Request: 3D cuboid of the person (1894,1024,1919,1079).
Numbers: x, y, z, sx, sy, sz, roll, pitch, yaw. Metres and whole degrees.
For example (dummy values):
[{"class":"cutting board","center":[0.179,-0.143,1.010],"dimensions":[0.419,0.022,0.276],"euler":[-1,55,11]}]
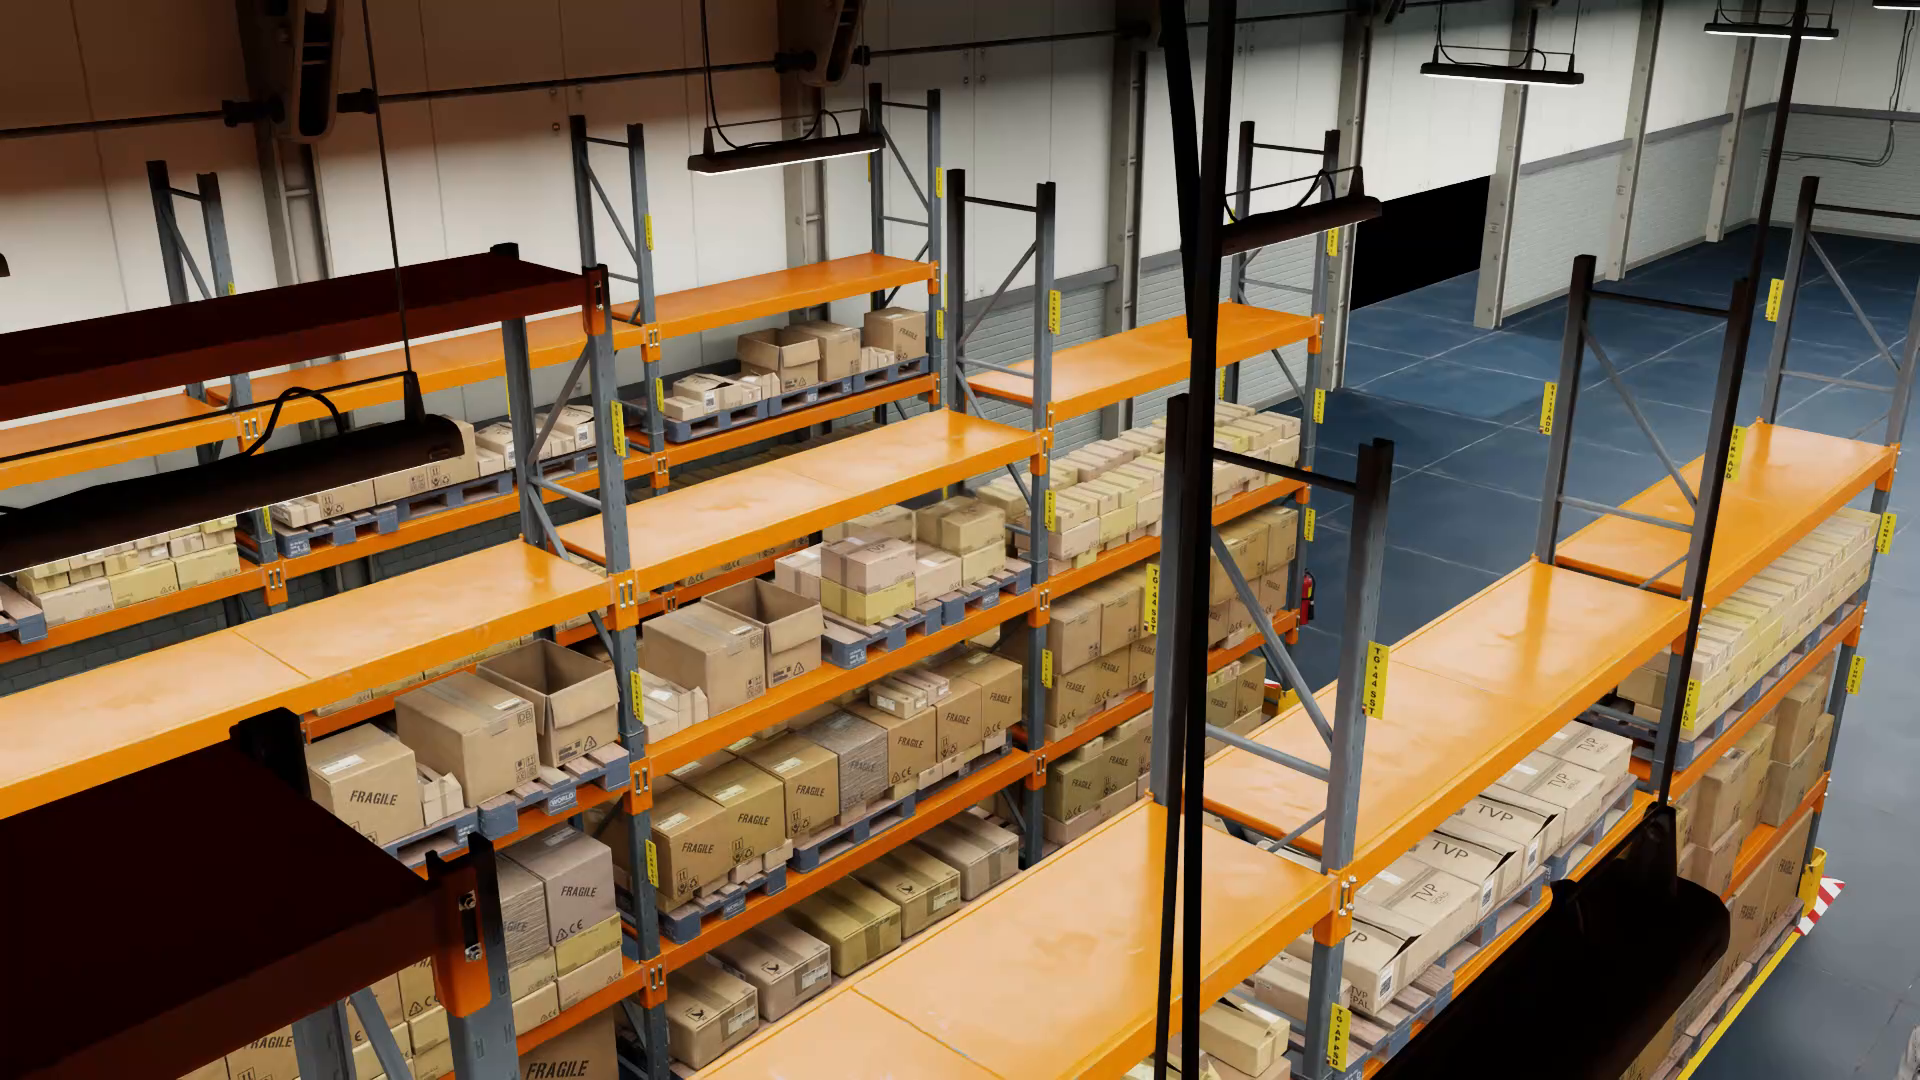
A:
[{"class":"person","center":[6.310,3.526,10.583],"dimensions":[1.114,1.692,0.524],"euler":[-16,26,-36]}]
